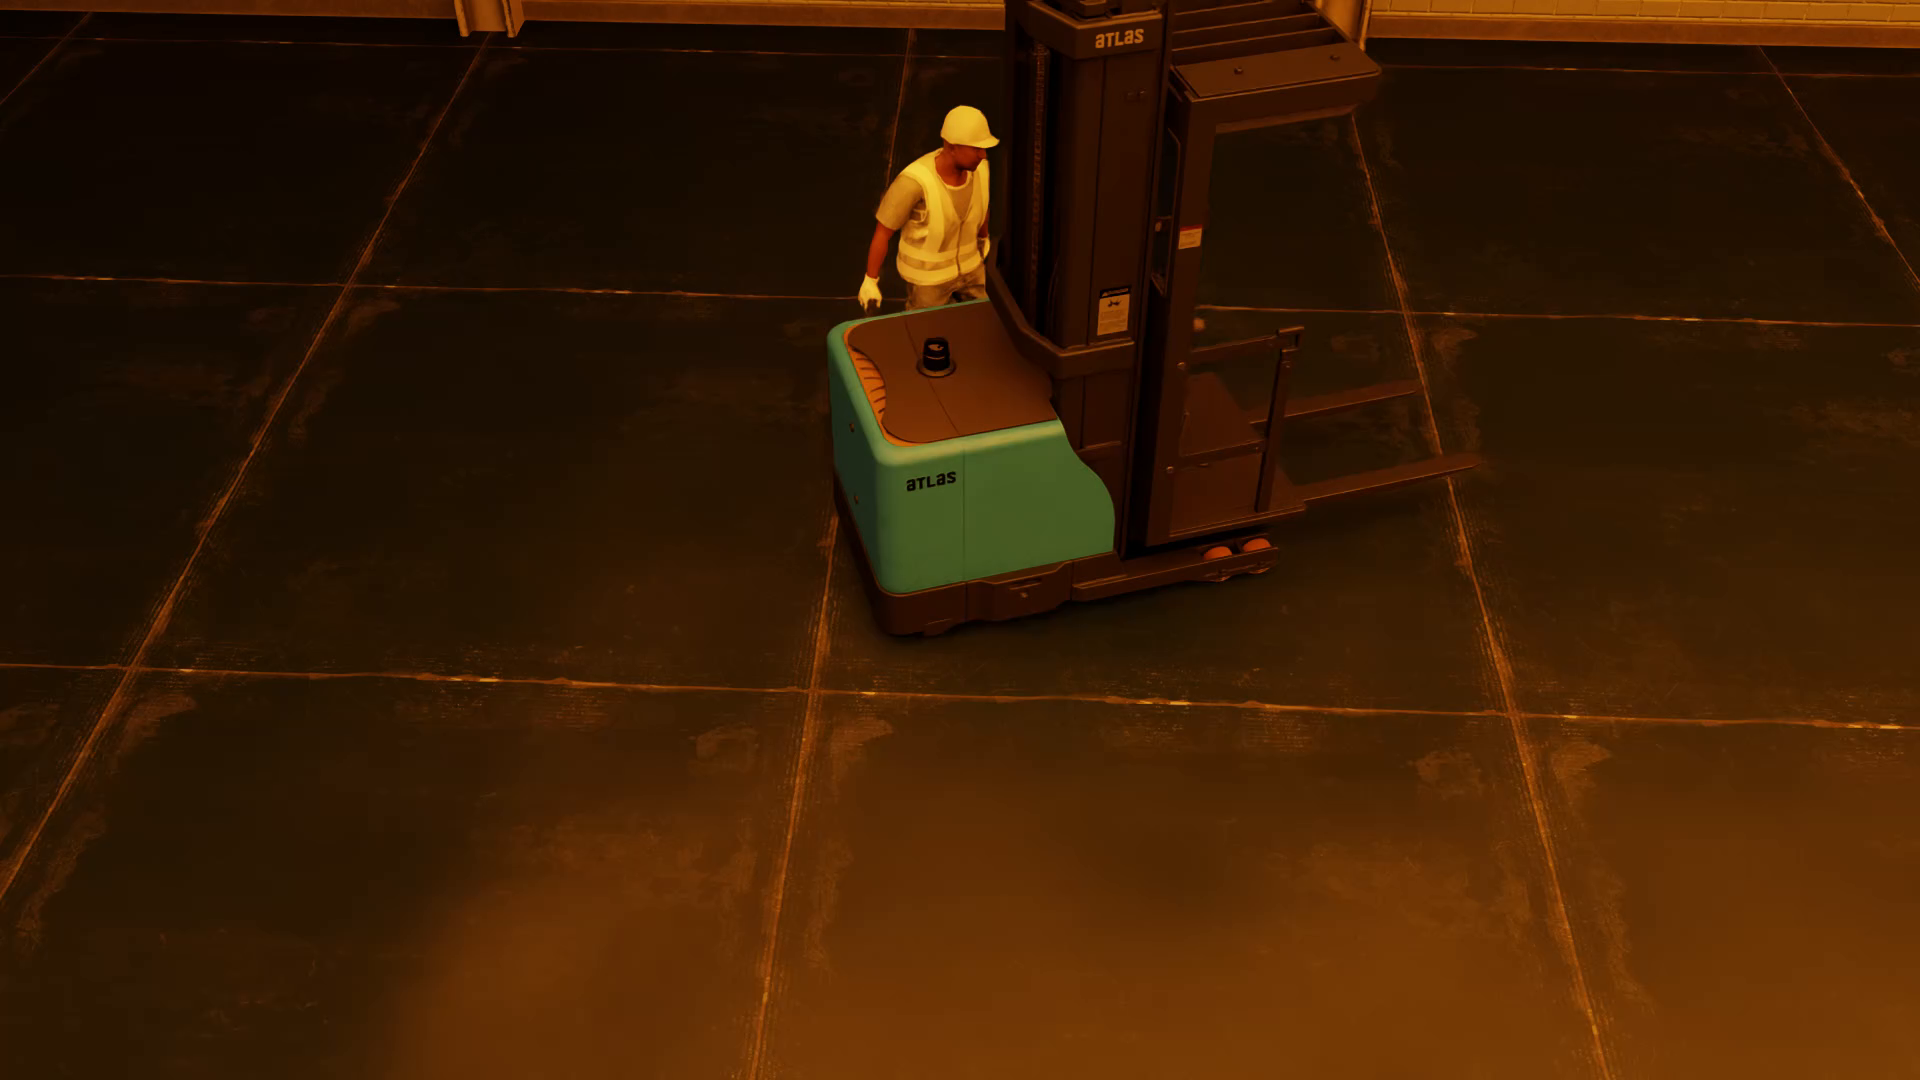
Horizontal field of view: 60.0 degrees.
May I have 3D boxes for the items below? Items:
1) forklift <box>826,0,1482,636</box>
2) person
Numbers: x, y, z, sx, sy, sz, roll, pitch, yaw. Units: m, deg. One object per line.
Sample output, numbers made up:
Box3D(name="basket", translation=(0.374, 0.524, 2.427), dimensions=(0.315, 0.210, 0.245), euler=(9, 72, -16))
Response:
Box3D(name="forklift", translation=(0.970, -1.220, 7.079), dimensions=(3.031, 2.935, 1.130), euler=(-11, 44, -12))
Box3D(name="person", translation=(-0.065, -1.309, 8.072), dimensions=(0.894, 1.744, 0.458), euler=(-29, 50, -28))
